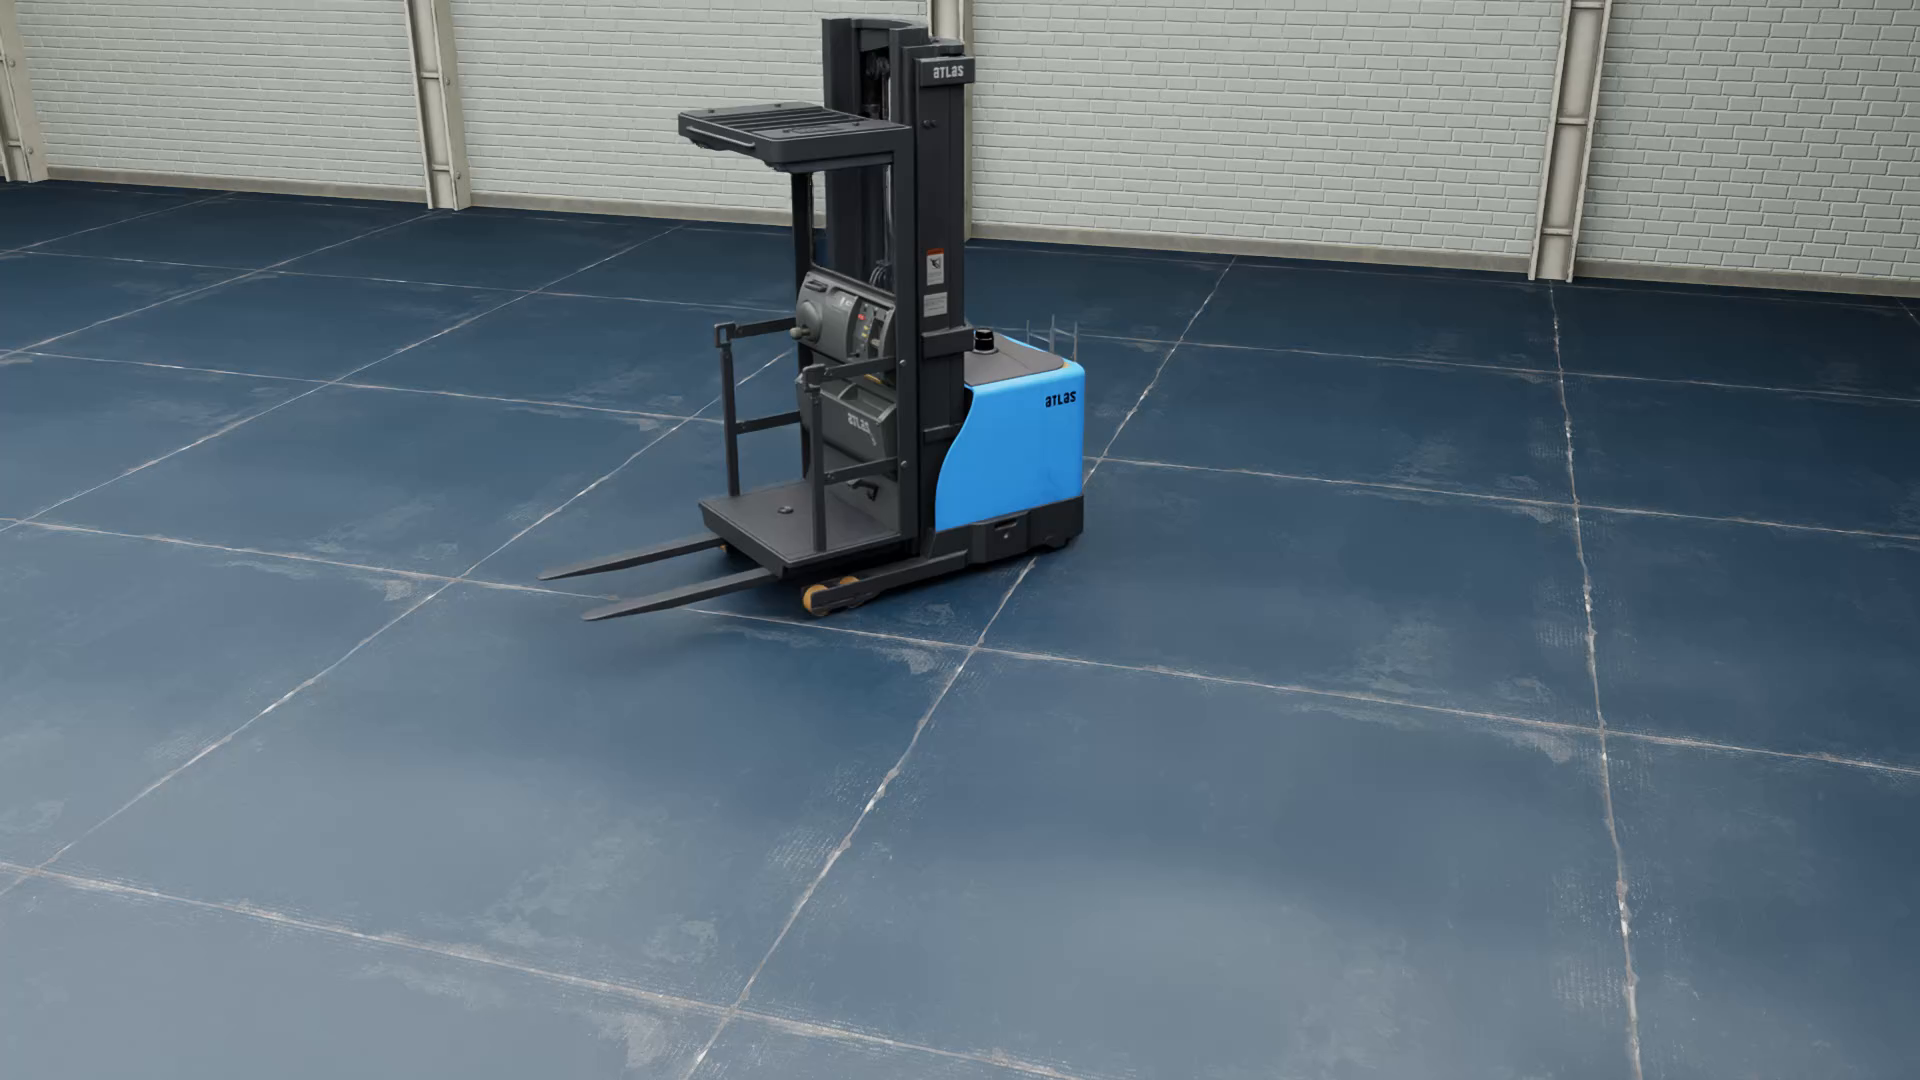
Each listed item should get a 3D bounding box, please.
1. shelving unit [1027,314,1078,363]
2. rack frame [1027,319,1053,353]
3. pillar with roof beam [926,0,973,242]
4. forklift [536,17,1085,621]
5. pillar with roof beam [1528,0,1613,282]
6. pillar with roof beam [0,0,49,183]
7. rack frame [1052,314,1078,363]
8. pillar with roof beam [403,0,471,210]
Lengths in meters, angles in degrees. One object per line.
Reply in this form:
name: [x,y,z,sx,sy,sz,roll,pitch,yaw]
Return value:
shelving unit: [0.541,-0.727,9.961,0.189,1.200,0.258,-14,26,-31]
rack frame: [0.465,-0.707,9.914,0.006,1.200,0.240,-14,26,-31]
pillar with roof beam: [-1.350,-5.767,11.972,0.400,9.000,9.100,7,23,16]
forklift: [-0.788,-1.179,8.783,3.031,2.935,1.130,-14,26,-31]
pillar with roof beam: [4.394,-5.109,10.369,0.400,9.000,9.100,7,23,16]
pillar with roof beam: [-12.839,-7.083,15.179,0.400,9.000,9.100,7,23,16]
rack frame: [0.617,-0.746,10.008,0.006,1.200,0.240,-14,26,-31]
pillar with roof beam: [-7.095,-6.425,13.576,0.400,9.000,9.100,7,23,16]
